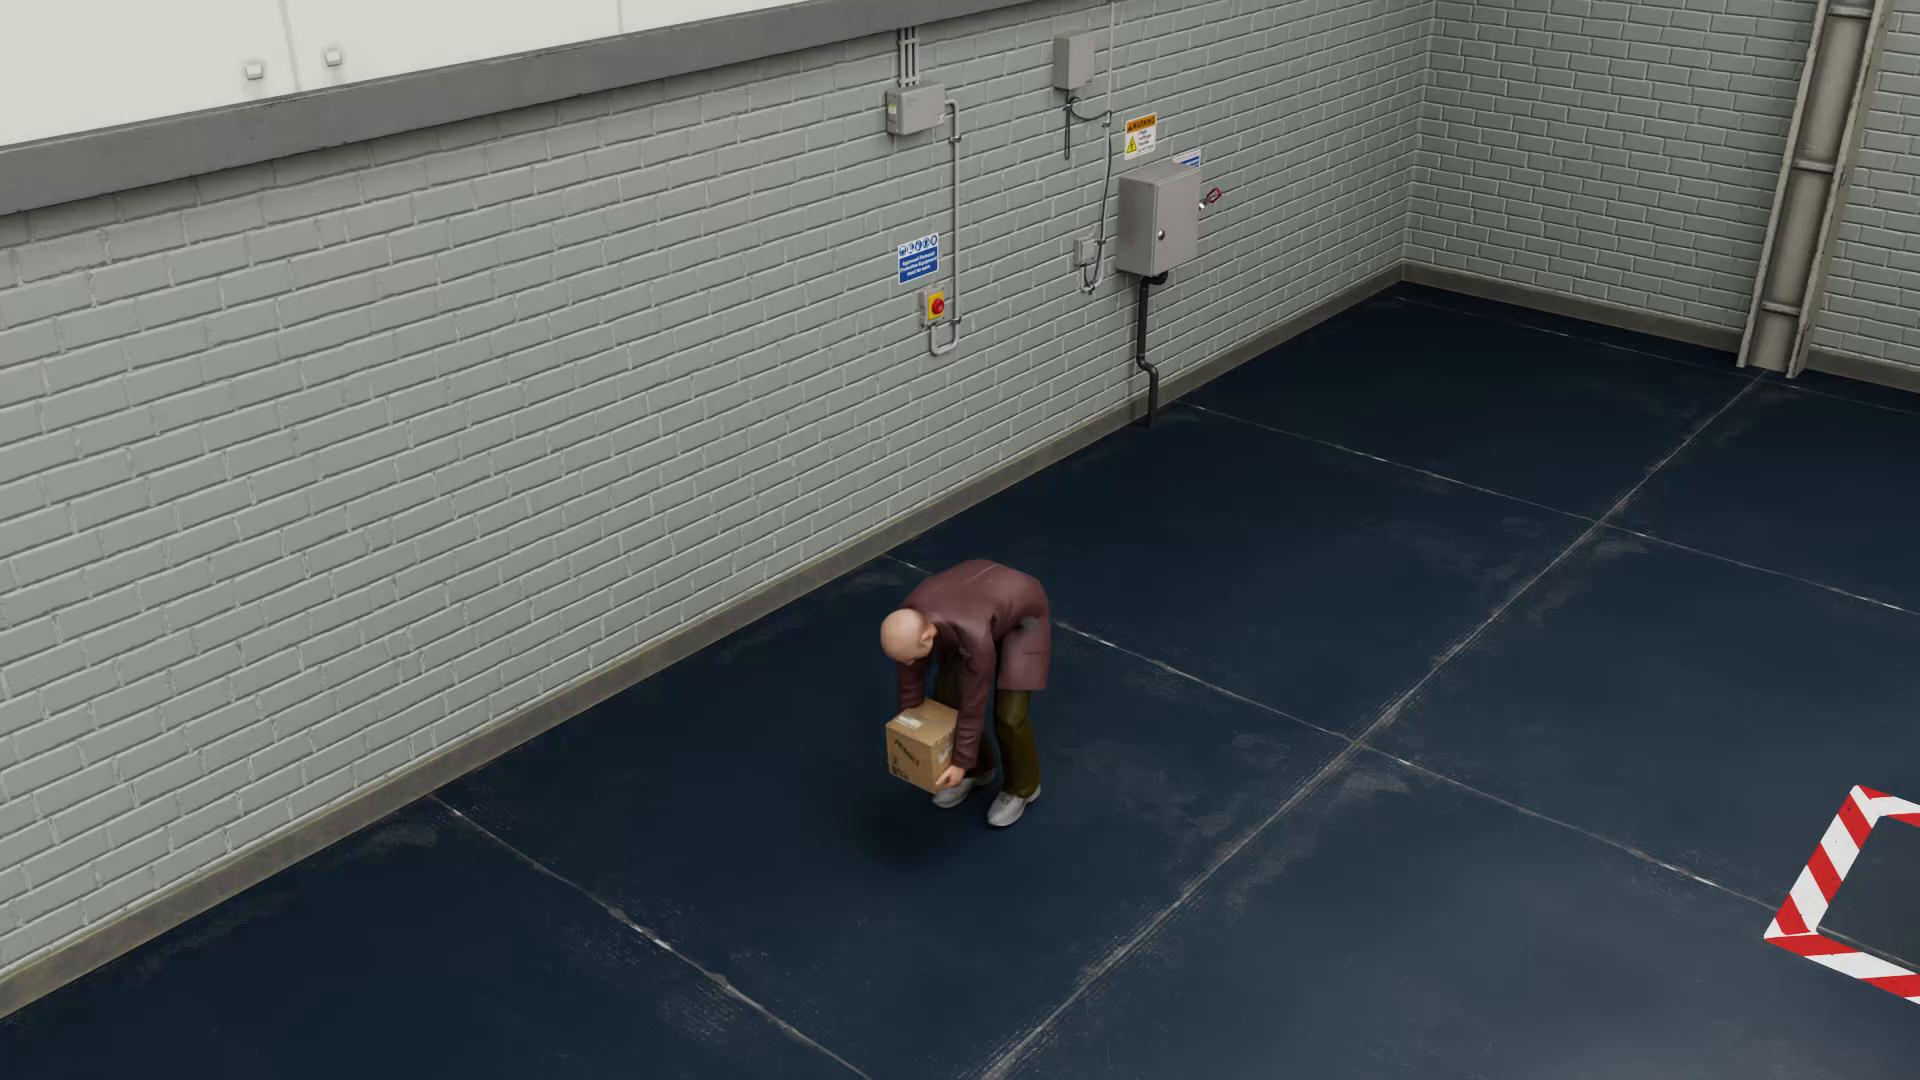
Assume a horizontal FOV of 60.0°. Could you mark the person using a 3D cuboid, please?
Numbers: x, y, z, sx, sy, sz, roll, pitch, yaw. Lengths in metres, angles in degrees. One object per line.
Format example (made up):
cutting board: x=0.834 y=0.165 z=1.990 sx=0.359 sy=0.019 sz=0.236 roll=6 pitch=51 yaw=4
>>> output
person: x=0.004 y=0.692 z=6.941 sx=0.559 sy=1.176 sz=0.939 roll=19 pitch=33 yaw=33
